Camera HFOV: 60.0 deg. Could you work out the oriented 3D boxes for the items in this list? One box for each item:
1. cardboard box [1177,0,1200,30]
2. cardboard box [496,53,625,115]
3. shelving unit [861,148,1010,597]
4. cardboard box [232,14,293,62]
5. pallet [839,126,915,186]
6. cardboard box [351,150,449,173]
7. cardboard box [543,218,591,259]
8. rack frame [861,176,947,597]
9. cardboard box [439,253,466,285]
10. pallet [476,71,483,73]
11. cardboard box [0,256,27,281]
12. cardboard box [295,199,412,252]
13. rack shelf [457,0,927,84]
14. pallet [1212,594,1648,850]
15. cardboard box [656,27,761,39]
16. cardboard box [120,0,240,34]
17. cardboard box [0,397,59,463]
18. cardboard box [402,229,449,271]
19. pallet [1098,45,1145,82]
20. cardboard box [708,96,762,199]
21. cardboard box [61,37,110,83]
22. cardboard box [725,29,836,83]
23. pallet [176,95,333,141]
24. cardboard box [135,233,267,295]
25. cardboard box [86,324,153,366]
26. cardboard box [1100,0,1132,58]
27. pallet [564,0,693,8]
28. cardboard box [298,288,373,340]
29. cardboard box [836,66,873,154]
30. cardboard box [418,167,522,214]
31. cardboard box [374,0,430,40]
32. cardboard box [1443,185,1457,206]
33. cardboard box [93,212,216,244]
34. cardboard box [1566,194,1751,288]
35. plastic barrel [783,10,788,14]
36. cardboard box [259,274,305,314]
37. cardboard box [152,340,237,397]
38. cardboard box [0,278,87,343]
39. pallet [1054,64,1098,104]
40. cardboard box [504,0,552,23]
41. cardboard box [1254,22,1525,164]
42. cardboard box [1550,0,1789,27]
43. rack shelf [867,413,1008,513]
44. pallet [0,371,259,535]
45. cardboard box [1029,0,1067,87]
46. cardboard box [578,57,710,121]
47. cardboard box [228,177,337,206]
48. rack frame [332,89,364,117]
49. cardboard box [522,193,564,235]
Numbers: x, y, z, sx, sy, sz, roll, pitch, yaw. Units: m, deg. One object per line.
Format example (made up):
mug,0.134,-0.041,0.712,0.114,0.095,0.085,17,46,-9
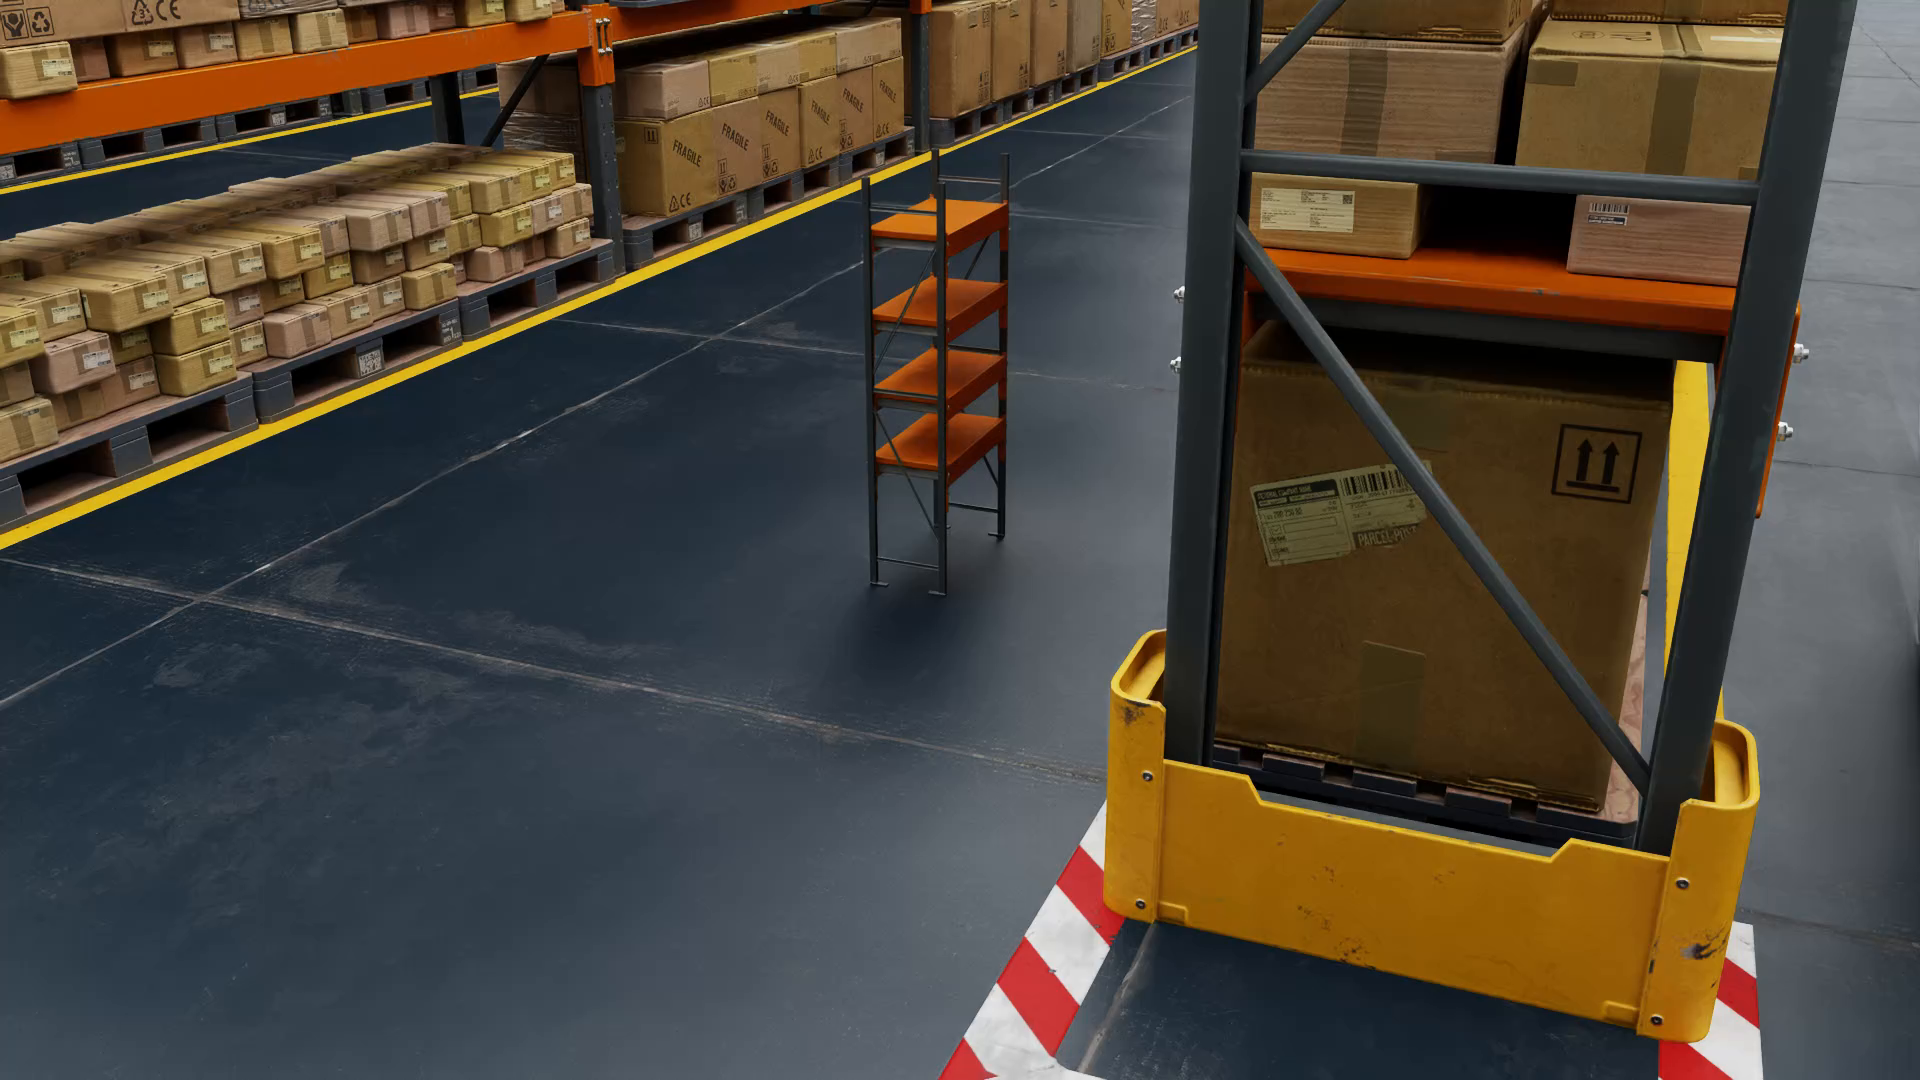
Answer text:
cardboard box,2.078,-6.041,18.034,0.875,0.875,0.875,9,24,20
cardboard box,-2.147,-2.475,9.009,0.500,0.250,0.500,8,24,19
shelving unit,-0.061,-0.494,4.877,0.258,1.200,0.503,9,24,20
cardboard box,-2.718,-1.873,6.169,0.380,0.149,0.250,10,25,22
pallet,-0.995,-2.651,11.323,1.003,0.211,1.213,9,24,20
cardboard box,-2.666,-1.755,7.942,0.380,0.149,0.250,10,25,23
cardboard box,-2.018,-1.475,8.044,0.380,0.149,0.250,9,24,21
rack frame,-0.152,-0.407,4.668,0.240,1.200,0.015,9,24,20
cardboard box,-2.441,-1.214,7.417,0.380,0.149,0.250,8,24,19
pallet,-4.138,-4.756,16.362,1.003,0.211,1.213,9,24,20
cardboard box,-3.588,-0.926,5.956,0.380,0.149,0.250,8,24,19
cardboard box,-2.495,-1.297,6.845,0.380,0.149,0.250,8,24,18
rack shelf,-1.446,-3.170,9.880,1.077,0.370,4.000,9,24,20
pallet,1.117,0.381,4.064,1.003,0.211,1.213,9,24,20
cardboard box,-1.568,-3.035,10.349,0.500,0.250,0.500,9,24,20
cardboard box,-2.882,-2.028,5.697,0.500,0.500,0.500,9,24,21
cardboard box,-3.183,-0.375,5.409,0.380,0.149,0.250,9,24,21
cardboard box,-2.443,-1.277,7.182,0.380,0.149,0.250,9,24,21
pallet,1.138,-4.623,16.044,1.003,0.211,1.213,9,24,20
cardboard box,-1.473,-2.242,9.425,0.500,0.500,0.500,10,25,22
cardboard box,-3.075,-1.606,5.528,0.380,0.149,0.250,10,25,23
cardboard box,-1.094,-2.960,10.169,0.500,0.250,0.500,9,24,21
pallet,-5.699,-3.332,12.953,1.003,0.211,1.213,9,24,20
cardboard box,-2.834,-1.032,6.212,0.380,0.149,0.250,10,25,22
cardboard box,-3.079,-0.711,5.829,0.380,0.149,0.250,9,24,21
cardboard box,1.081,-5.077,15.725,0.875,0.875,0.875,9,24,21
pallet,-1.770,-2.950,8.670,1.003,0.211,1.213,9,24,20
cardboard box,-2.621,-0.930,6.739,0.380,0.149,0.250,9,24,20
cardboard box,-0.901,-2.800,10.759,0.500,0.500,0.500,10,25,22
cardboard box,-2.223,-1.587,7.540,0.380,0.149,0.250,9,24,20
cardboard box,-2.418,-2.149,6.830,0.380,0.149,0.250,8,24,18
cardboard box,0.909,-0.850,3.720,0.380,0.149,0.250,9,24,20
cardboard box,-3.184,-1.192,6.594,0.380,0.149,0.250,8,24,18
cardboard box,1.331,-0.572,3.054,0.380,0.149,0.250,9,24,21
plastic barrel,-1.726,-5.608,18.127,0.421,0.421,0.512,-12,25,-26
cardboard box,-2.810,-0.999,6.518,0.380,0.149,0.250,10,25,23
cardboard box,-2.879,-0.646,6.058,0.380,0.149,0.250,9,24,21
cardboard box,-3.174,-0.762,5.565,0.380,0.149,0.250,9,24,21
pallet,0.566,-4.075,14.732,1.003,0.211,1.213,9,24,20
cardboard box,-2.072,-2.427,7.493,0.380,0.149,0.250,8,24,19
cardboard box,0.827,-0.888,3.292,0.500,0.250,0.500,8,24,19
cardboard box,1.508,-1.334,3.389,0.500,0.500,0.500,8,24,19
rack shelf,-0.061,-0.249,4.979,0.258,0.148,0.480,9,24,20
pallet,-3.312,-0.381,5.888,1.003,0.211,1.213,9,24,20
cardboard box,0.274,-4.225,13.847,1.050,0.750,0.750,9,24,20
cardboard box,-1.669,-2.399,8.827,0.500,0.250,0.500,8,24,18
cardboard box,-2.961,-1.482,7.287,0.380,0.149,0.250,9,24,21
rack frame,-5.336,-4.890,13.065,1.000,3.000,0.127,9,24,20
cardboard box,-2.100,-1.545,7.824,0.380,0.149,0.250,8,24,18
